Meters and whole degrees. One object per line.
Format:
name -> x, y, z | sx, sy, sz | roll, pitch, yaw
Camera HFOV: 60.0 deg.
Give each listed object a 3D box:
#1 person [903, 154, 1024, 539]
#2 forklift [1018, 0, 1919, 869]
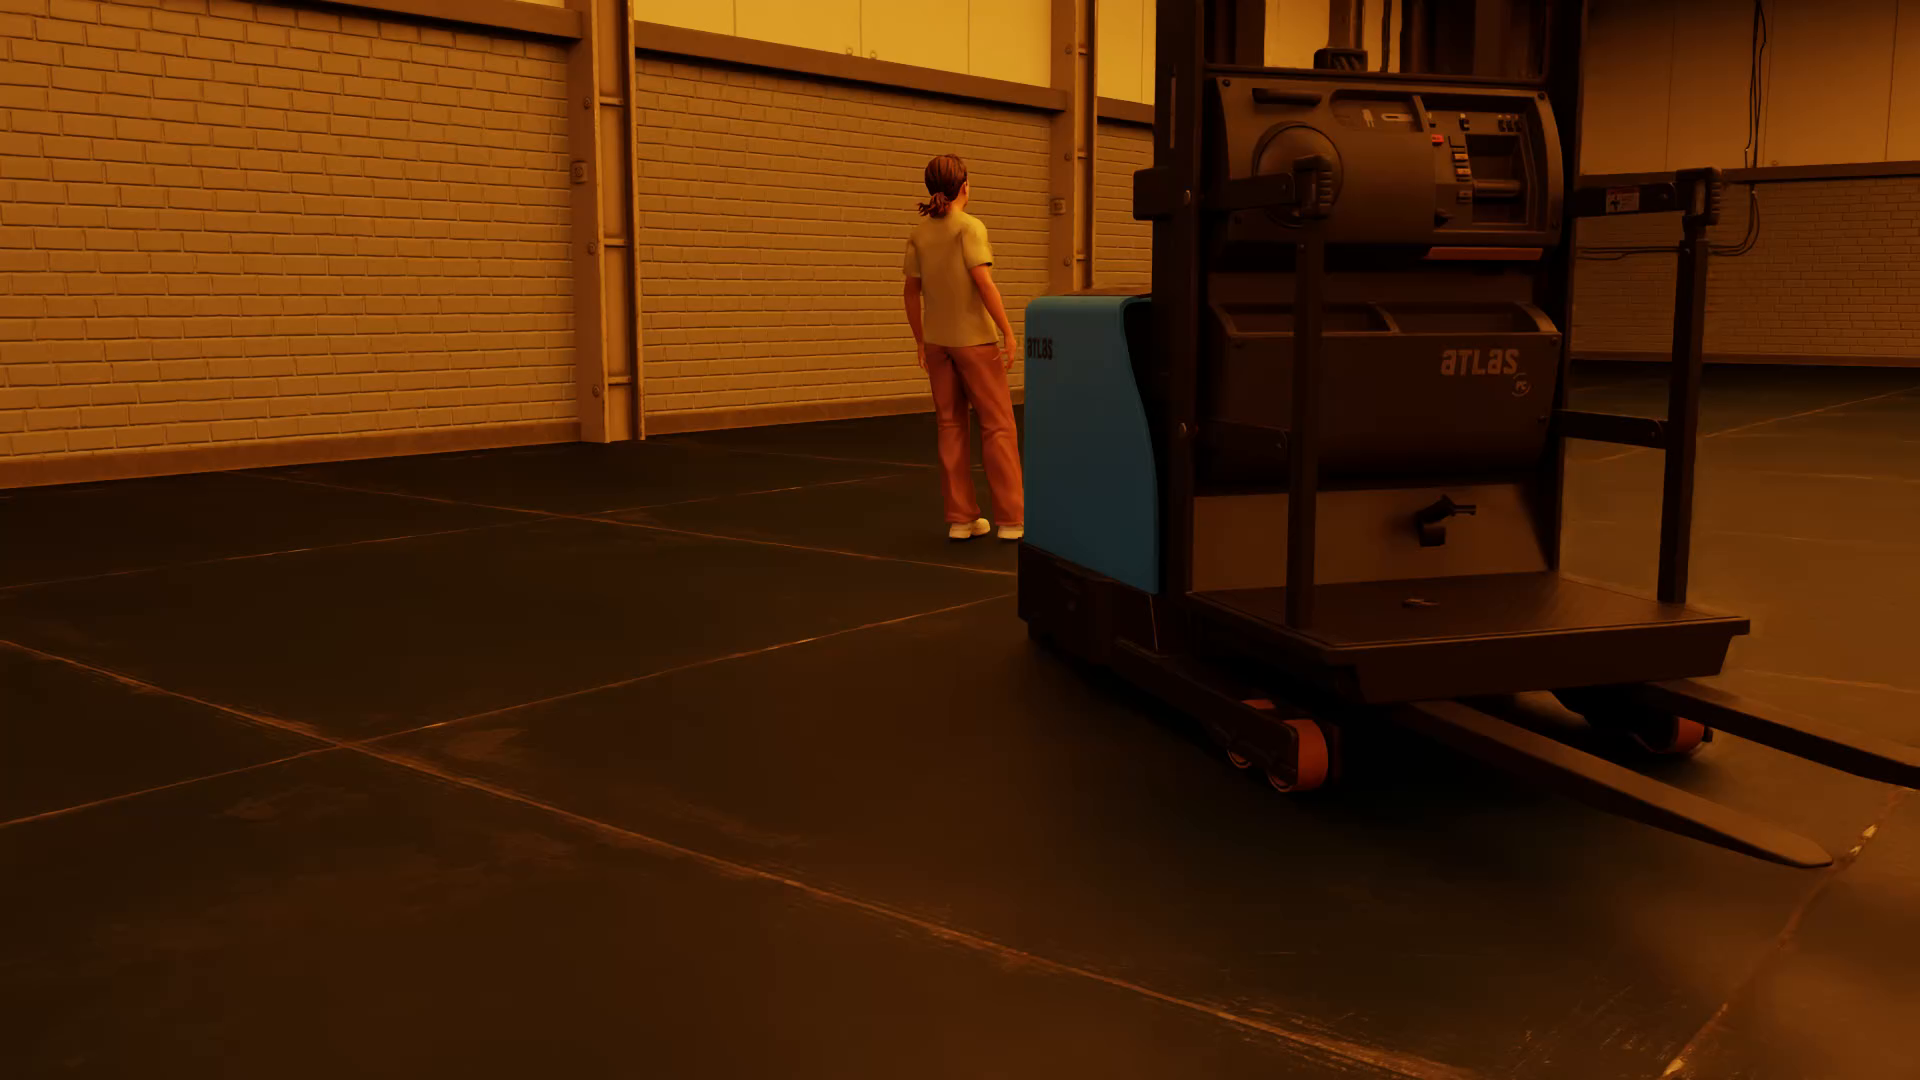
person -> 0.056, -0.844, 7.332 | 0.553, 1.673, 0.548 | 7, 11, 38
forklift -> 1.123, -0.962, 3.856 | 1.130, 2.935, 3.031 | -3, 9, -18
